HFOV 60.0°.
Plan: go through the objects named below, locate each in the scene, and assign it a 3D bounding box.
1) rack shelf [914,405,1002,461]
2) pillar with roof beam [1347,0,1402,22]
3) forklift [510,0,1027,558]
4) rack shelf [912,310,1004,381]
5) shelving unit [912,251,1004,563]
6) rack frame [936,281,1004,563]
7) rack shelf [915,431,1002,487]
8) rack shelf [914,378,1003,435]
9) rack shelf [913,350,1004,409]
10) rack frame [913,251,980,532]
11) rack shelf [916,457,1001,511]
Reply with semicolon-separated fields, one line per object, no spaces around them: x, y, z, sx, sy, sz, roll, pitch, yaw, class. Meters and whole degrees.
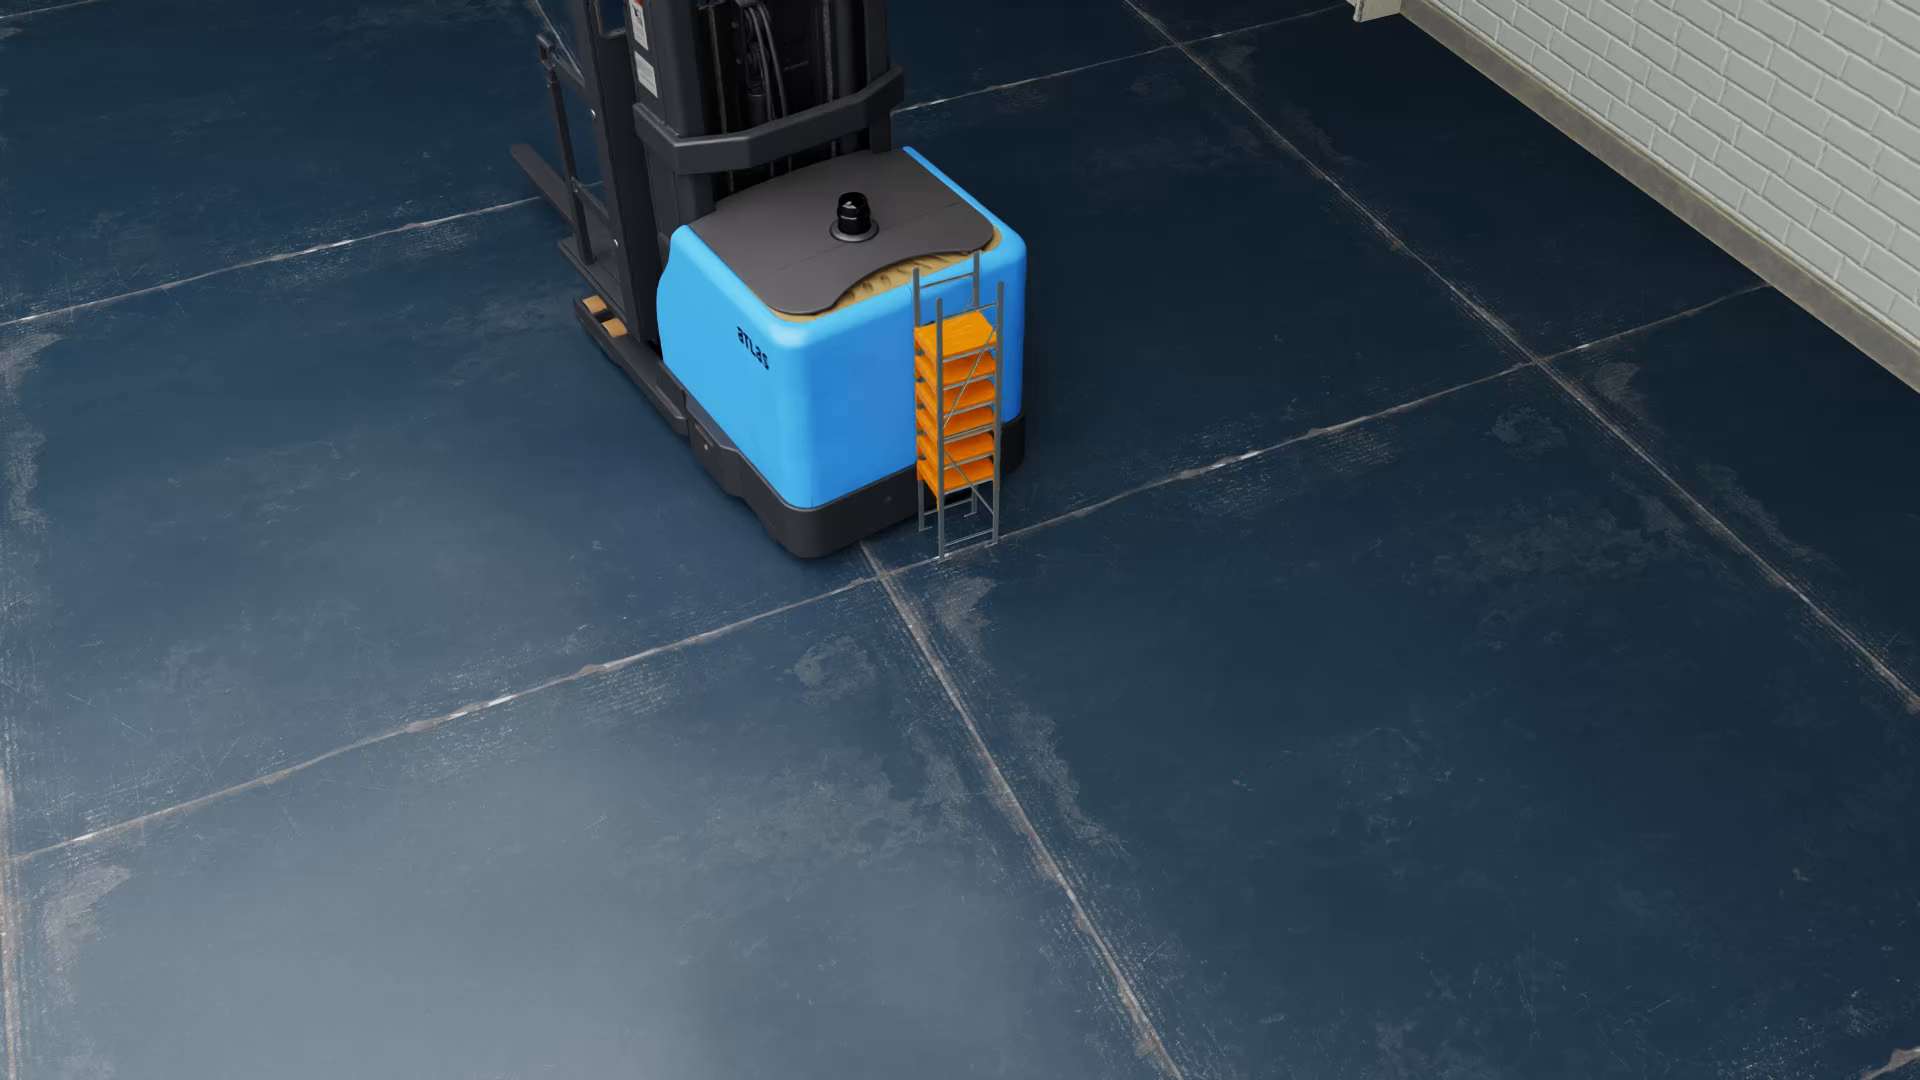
-0.006;-0.405;5.869;0.258;0.103;0.180;-18;47;-17;rack shelf
-1.663;-4.945;4.854;9.100;9.000;0.400;-18;47;-17;pillar with roof beam
-0.991;-1.983;6.173;1.130;2.935;3.031;-25;50;-23;forklift
-0.006;-0.661;5.616;0.258;0.103;0.180;-18;47;-17;rack shelf
-0.006;-0.436;5.838;0.258;1.200;0.189;-18;47;-17;shelving unit
0.032;-0.378;5.779;0.240;1.200;0.006;-18;47;-17;rack frame
-0.006;-0.319;5.953;0.258;0.103;0.180;-18;47;-17;rack shelf
-0.006;-0.490;5.785;0.258;0.103;0.180;-18;47;-17;rack shelf
-0.006;-0.576;5.701;0.258;0.103;0.180;-18;47;-17;rack shelf
-0.045;-0.495;5.897;0.240;1.200;0.006;-18;47;-17;rack frame
-0.006;-0.234;6.038;0.258;0.103;0.180;-18;47;-17;rack shelf
